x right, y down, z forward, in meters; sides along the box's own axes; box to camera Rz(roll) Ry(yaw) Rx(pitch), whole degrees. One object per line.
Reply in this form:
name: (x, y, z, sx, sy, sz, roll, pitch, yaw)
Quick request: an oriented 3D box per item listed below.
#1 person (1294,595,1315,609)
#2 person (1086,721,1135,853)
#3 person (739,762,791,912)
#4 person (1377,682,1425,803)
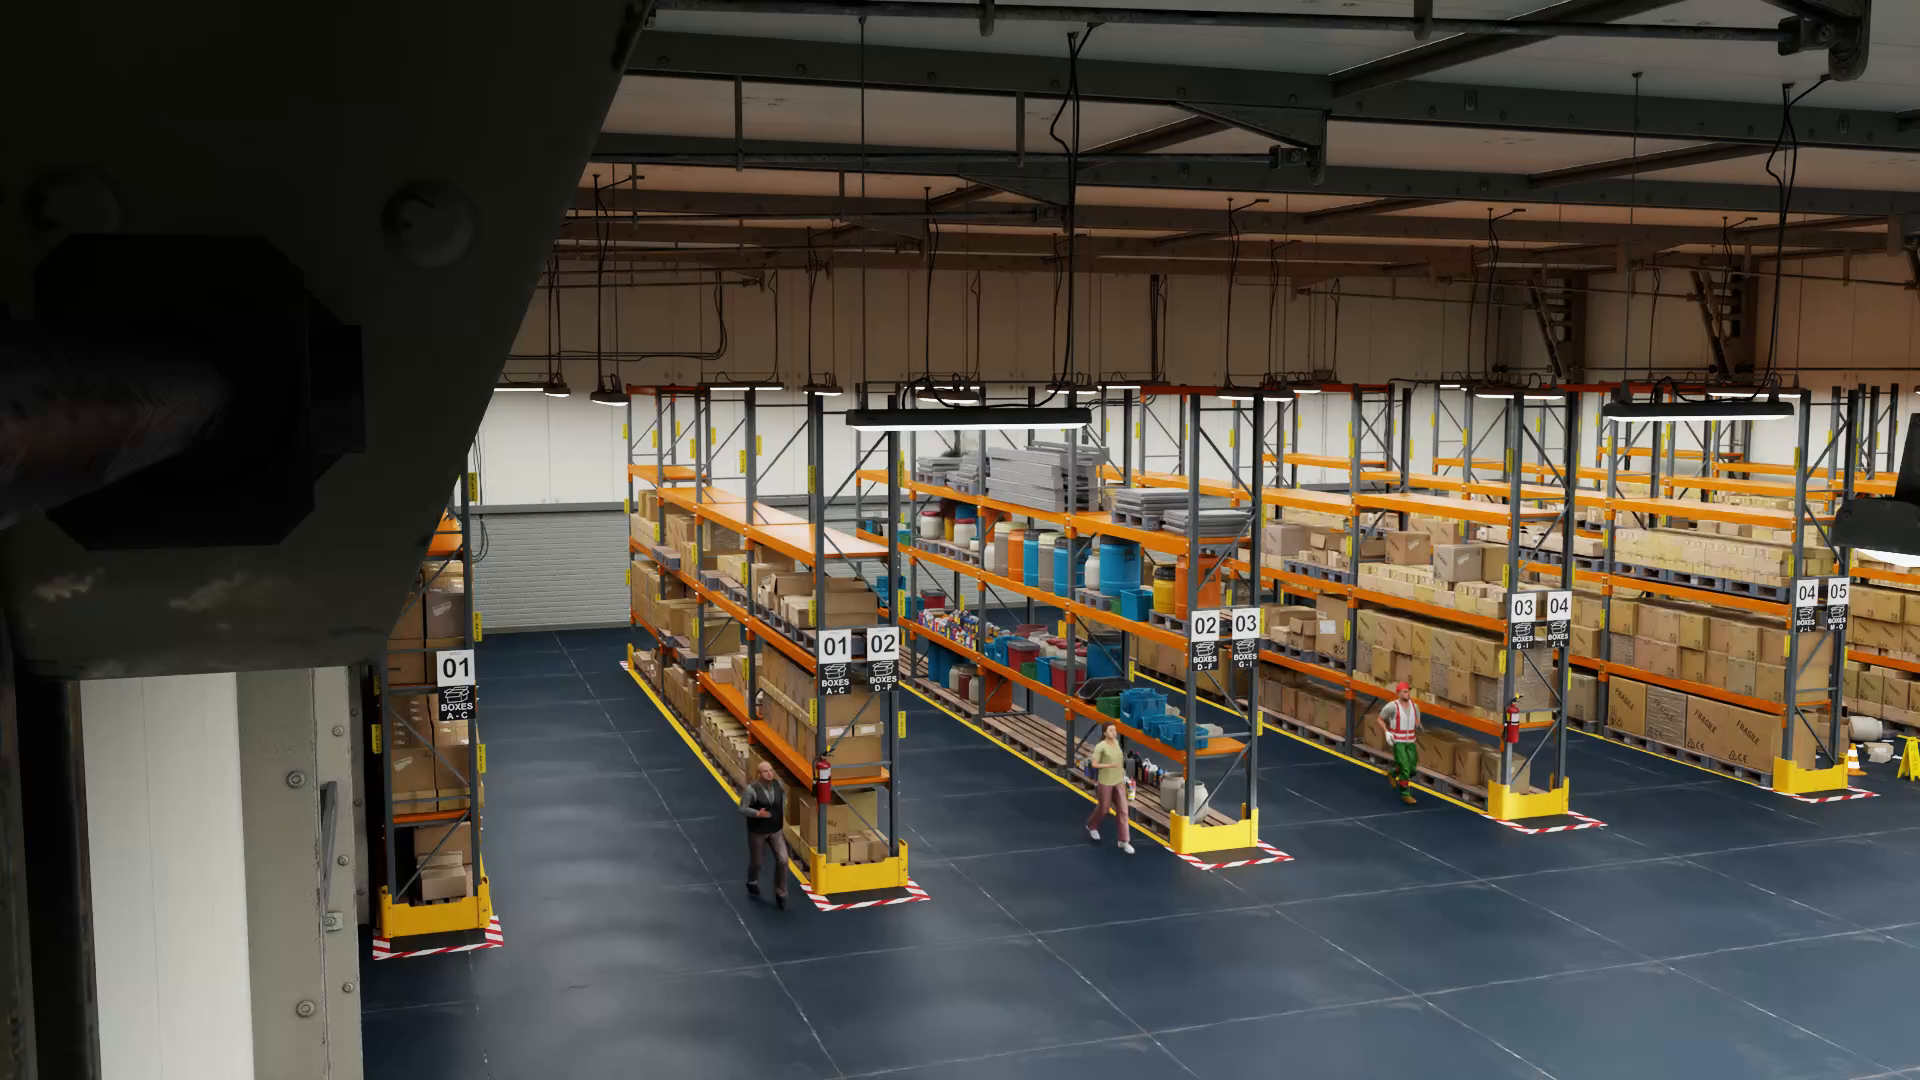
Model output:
person: (8.397, 1.247, 41.059, 0.646, 1.698, 0.749, 4, 7, 31)
person: (1.977, 3.221, 21.889, 0.579, 1.650, 0.918, -4, 7, -31)
person: (-2.315, 3.467, 19.648, 0.675, 1.764, 0.829, -3, 7, -27)
person: (6.455, 2.942, 24.376, 0.657, 1.755, 0.760, -2, 6, -20)
